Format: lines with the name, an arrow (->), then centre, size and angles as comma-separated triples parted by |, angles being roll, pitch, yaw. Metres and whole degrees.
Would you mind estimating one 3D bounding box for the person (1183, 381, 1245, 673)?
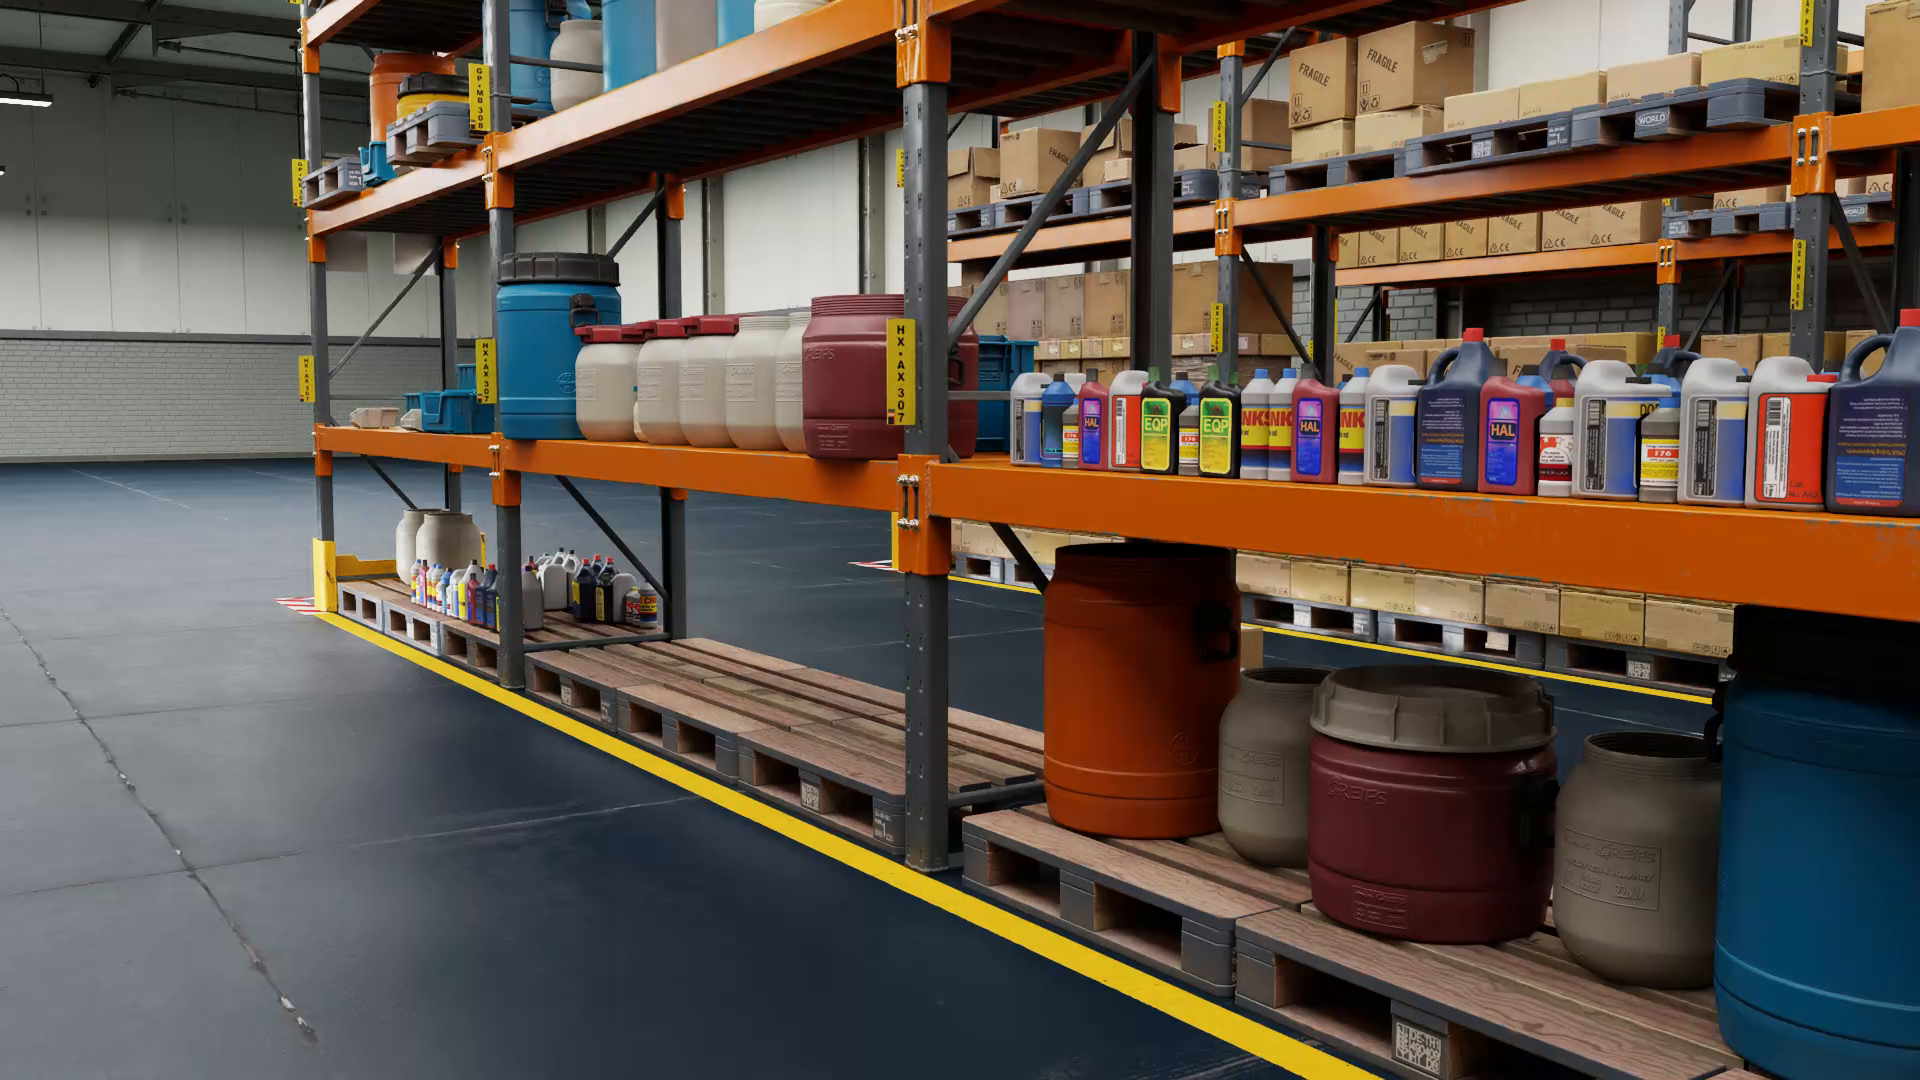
person -> 1.303, -0.055, 8.943 | 0.364, 1.593, 0.463 | -3, 6, -34
